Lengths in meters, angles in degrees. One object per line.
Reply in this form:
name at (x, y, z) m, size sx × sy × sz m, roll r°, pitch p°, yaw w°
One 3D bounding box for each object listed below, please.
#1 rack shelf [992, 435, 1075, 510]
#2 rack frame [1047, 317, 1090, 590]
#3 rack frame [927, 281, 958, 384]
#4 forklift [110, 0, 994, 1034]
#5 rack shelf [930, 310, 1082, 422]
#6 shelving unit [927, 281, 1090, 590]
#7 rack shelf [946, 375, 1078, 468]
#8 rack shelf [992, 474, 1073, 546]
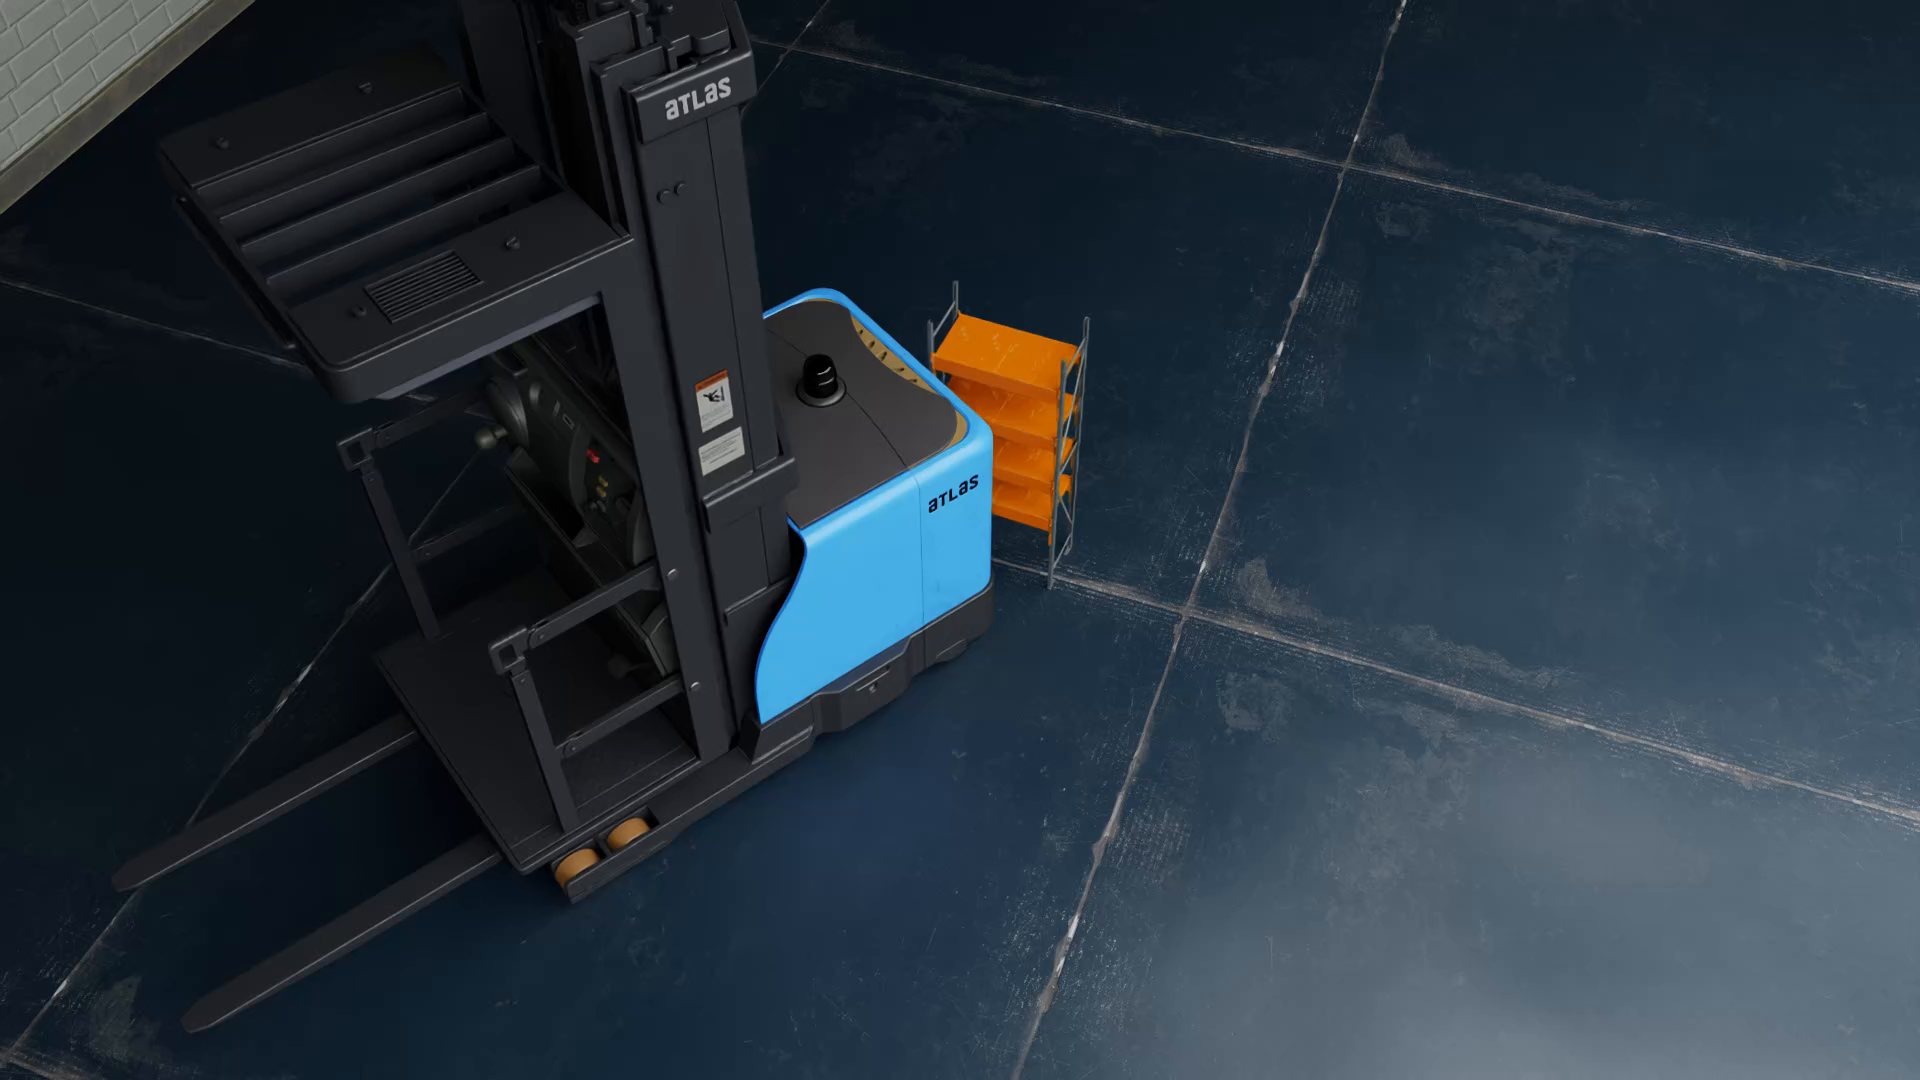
rack shelf at (0.166, -0.313, 6.183) m, size 0.480 × 0.148 × 0.258 m, roll 18°, pitch 51°, yaw 15°
rack frame at (0.391, -0.285, 6.070) m, size 0.015 × 1.200 × 0.240 m, roll 18°, pitch 51°, yaw 15°
rack frame at (-0.059, -0.428, 6.194) m, size 0.015 × 1.200 × 0.240 m, roll 18°, pitch 51°, yaw 15°
forklift at (-1.348, -0.222, 4.870) m, size 3.031 × 2.935 × 1.130 m, roll -30°, pitch 56°, yaw -24°
rack shelf at (0.166, -0.614, 5.835) m, size 0.480 × 0.148 × 0.258 m, roll 18°, pitch 51°, yaw 15°
shelving unit at (0.166, -0.357, 6.132) m, size 0.503 × 1.200 × 0.258 m, roll 18°, pitch 51°, yaw 15°
rack shelf at (0.166, -0.459, 6.014) m, size 0.480 × 0.148 × 0.258 m, roll 18°, pitch 51°, yaw 15°
rack shelf at (0.166, -0.183, 6.333) m, size 0.480 × 0.148 × 0.258 m, roll 18°, pitch 51°, yaw 15°
